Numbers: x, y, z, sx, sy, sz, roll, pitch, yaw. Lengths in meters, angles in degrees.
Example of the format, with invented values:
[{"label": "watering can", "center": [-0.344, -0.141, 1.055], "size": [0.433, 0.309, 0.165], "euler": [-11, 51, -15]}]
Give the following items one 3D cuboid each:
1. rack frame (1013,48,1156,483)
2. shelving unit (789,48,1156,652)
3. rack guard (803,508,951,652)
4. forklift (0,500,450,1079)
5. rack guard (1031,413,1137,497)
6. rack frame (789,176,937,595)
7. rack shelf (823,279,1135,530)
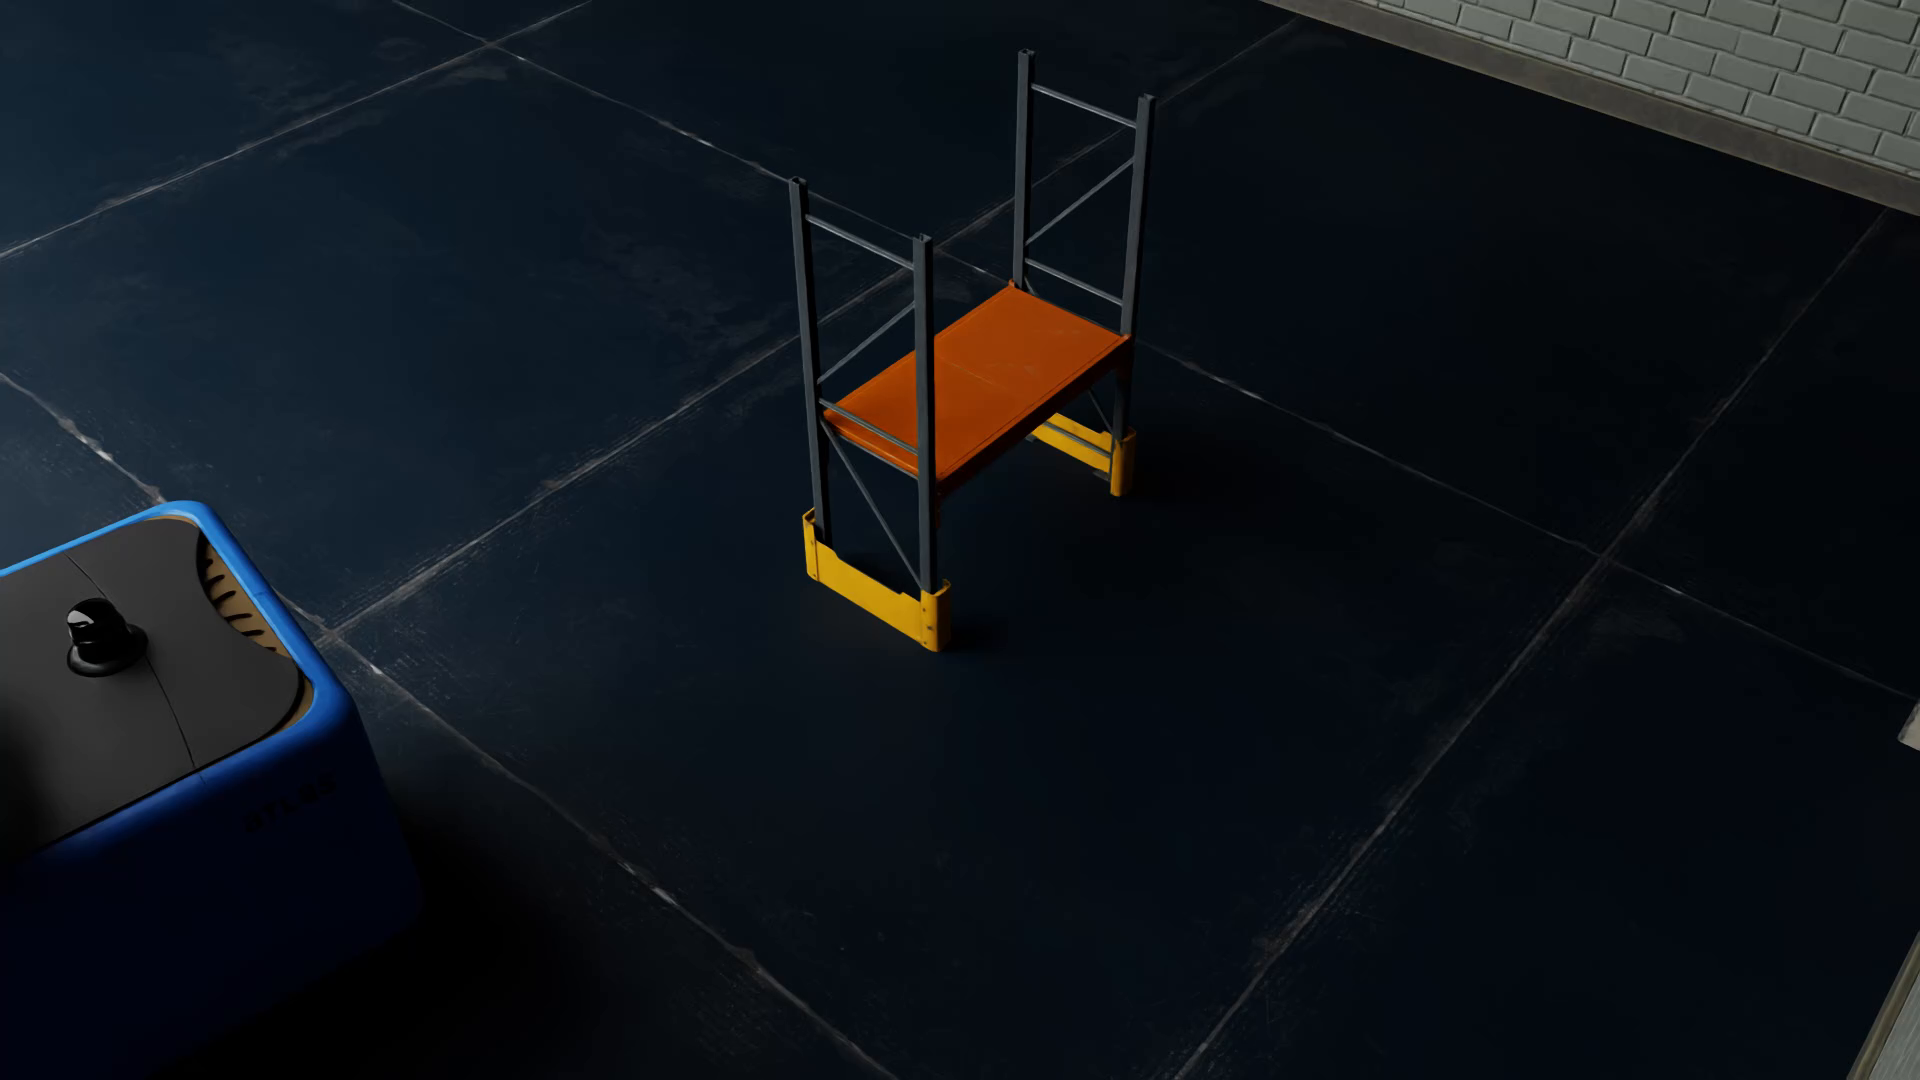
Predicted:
[{"label": "rack frame", "center": [0.382, -0.861, 5.553], "size": [0.500, 1.500, 0.032], "euler": [29, 50, 28]}, {"label": "shelving unit", "center": [0.049, -0.594, 5.260], "size": [0.587, 1.500, 1.083], "euler": [29, 50, 28]}, {"label": "rack guard", "center": [-0.271, 0.125, 5.398], "size": [0.587, 0.250, 0.087], "euler": [29, 50, 28]}, {"label": "forklift", "center": [-2.812, 0.460, 3.036], "size": [3.031, 2.935, 1.130], "euler": [-29, 50, -28]}, {"label": "rack guard", "center": [0.370, -0.388, 5.962], "size": [0.587, 0.250, 0.087], "euler": [29, 50, 28]}, {"label": "rack frame", "center": [-0.272, -0.337, 4.977], "size": [0.500, 1.500, 0.032], "euler": [29, 50, 28]}, {"label": "rack shelf", "center": [0.055, -0.466, 5.386], "size": [0.538, 0.185, 1.000], "euler": [29, 50, 28]}]
